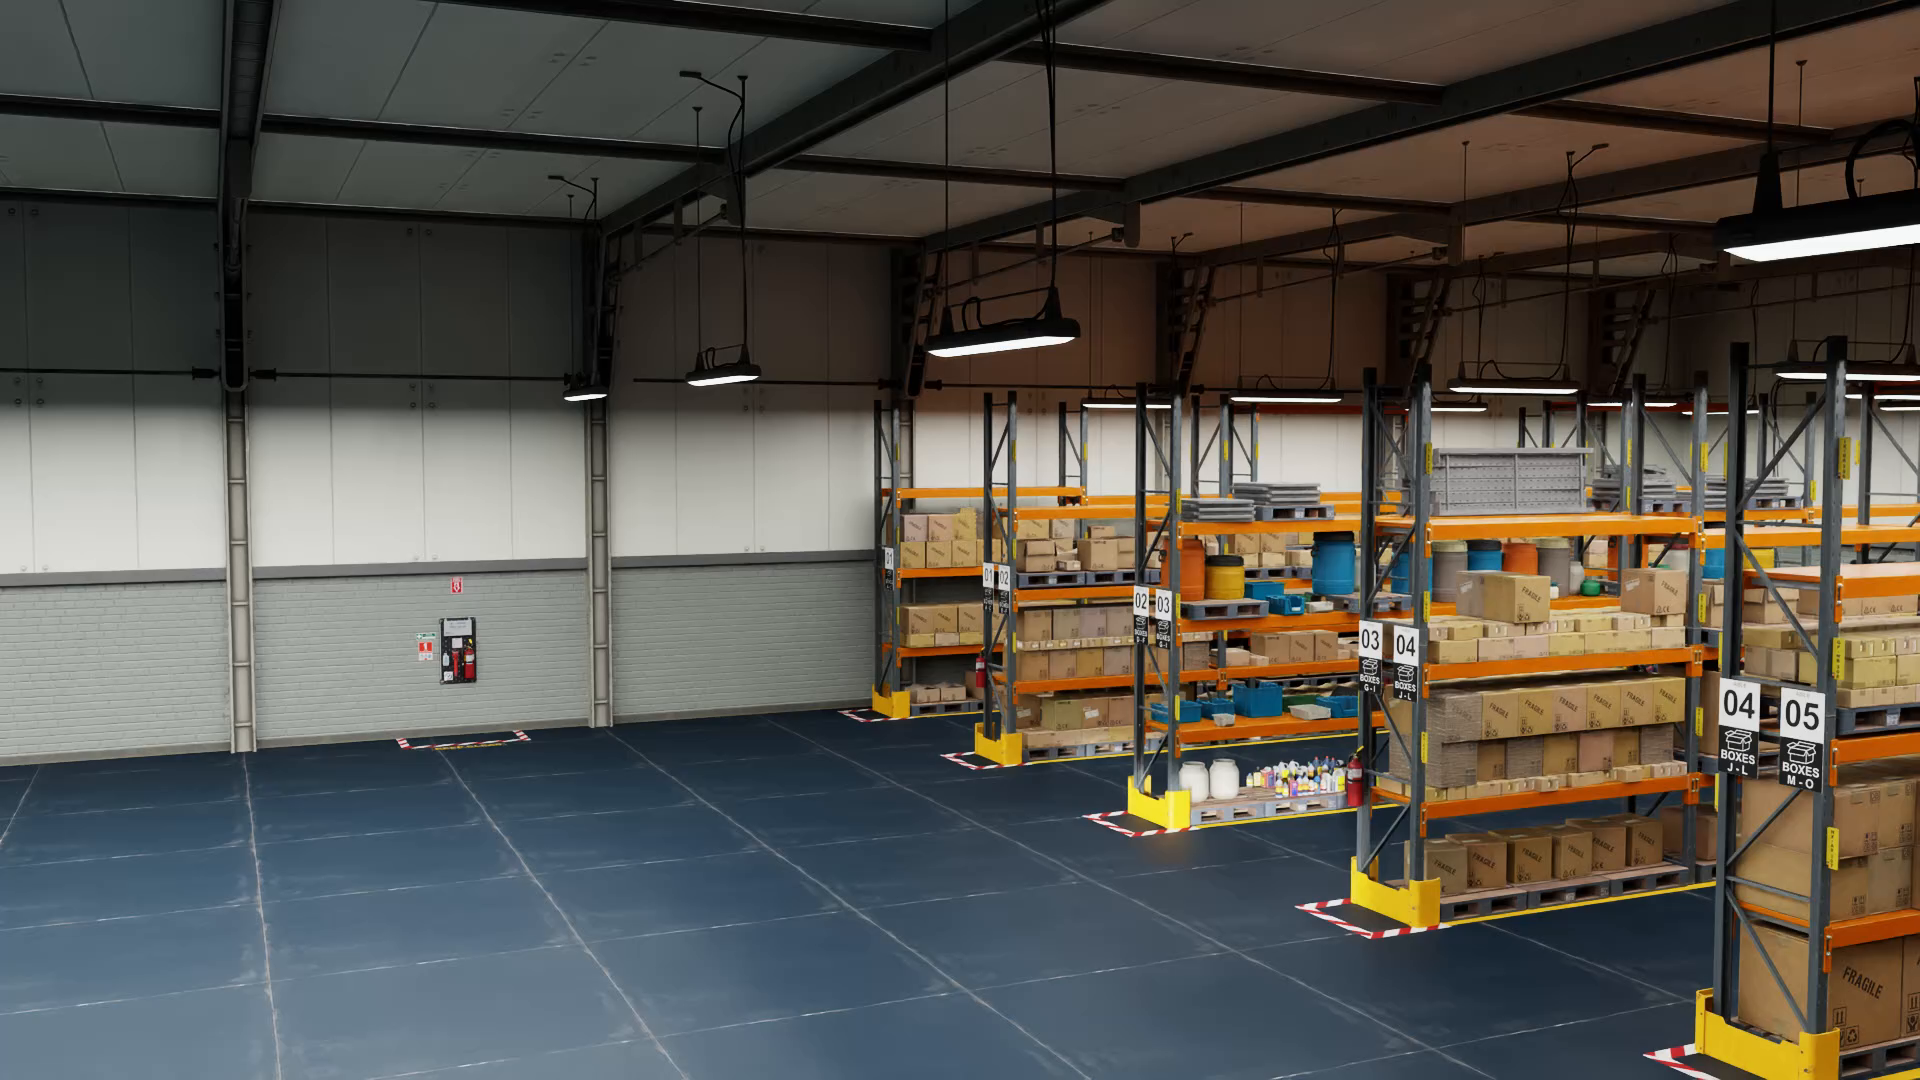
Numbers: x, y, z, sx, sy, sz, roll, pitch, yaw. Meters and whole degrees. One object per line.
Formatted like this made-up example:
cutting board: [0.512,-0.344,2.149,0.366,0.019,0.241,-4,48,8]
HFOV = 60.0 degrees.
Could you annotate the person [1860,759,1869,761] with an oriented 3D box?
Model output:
person: [10.703,3.208,19.216,0.631,1.684,0.693,-1,3,-16]
